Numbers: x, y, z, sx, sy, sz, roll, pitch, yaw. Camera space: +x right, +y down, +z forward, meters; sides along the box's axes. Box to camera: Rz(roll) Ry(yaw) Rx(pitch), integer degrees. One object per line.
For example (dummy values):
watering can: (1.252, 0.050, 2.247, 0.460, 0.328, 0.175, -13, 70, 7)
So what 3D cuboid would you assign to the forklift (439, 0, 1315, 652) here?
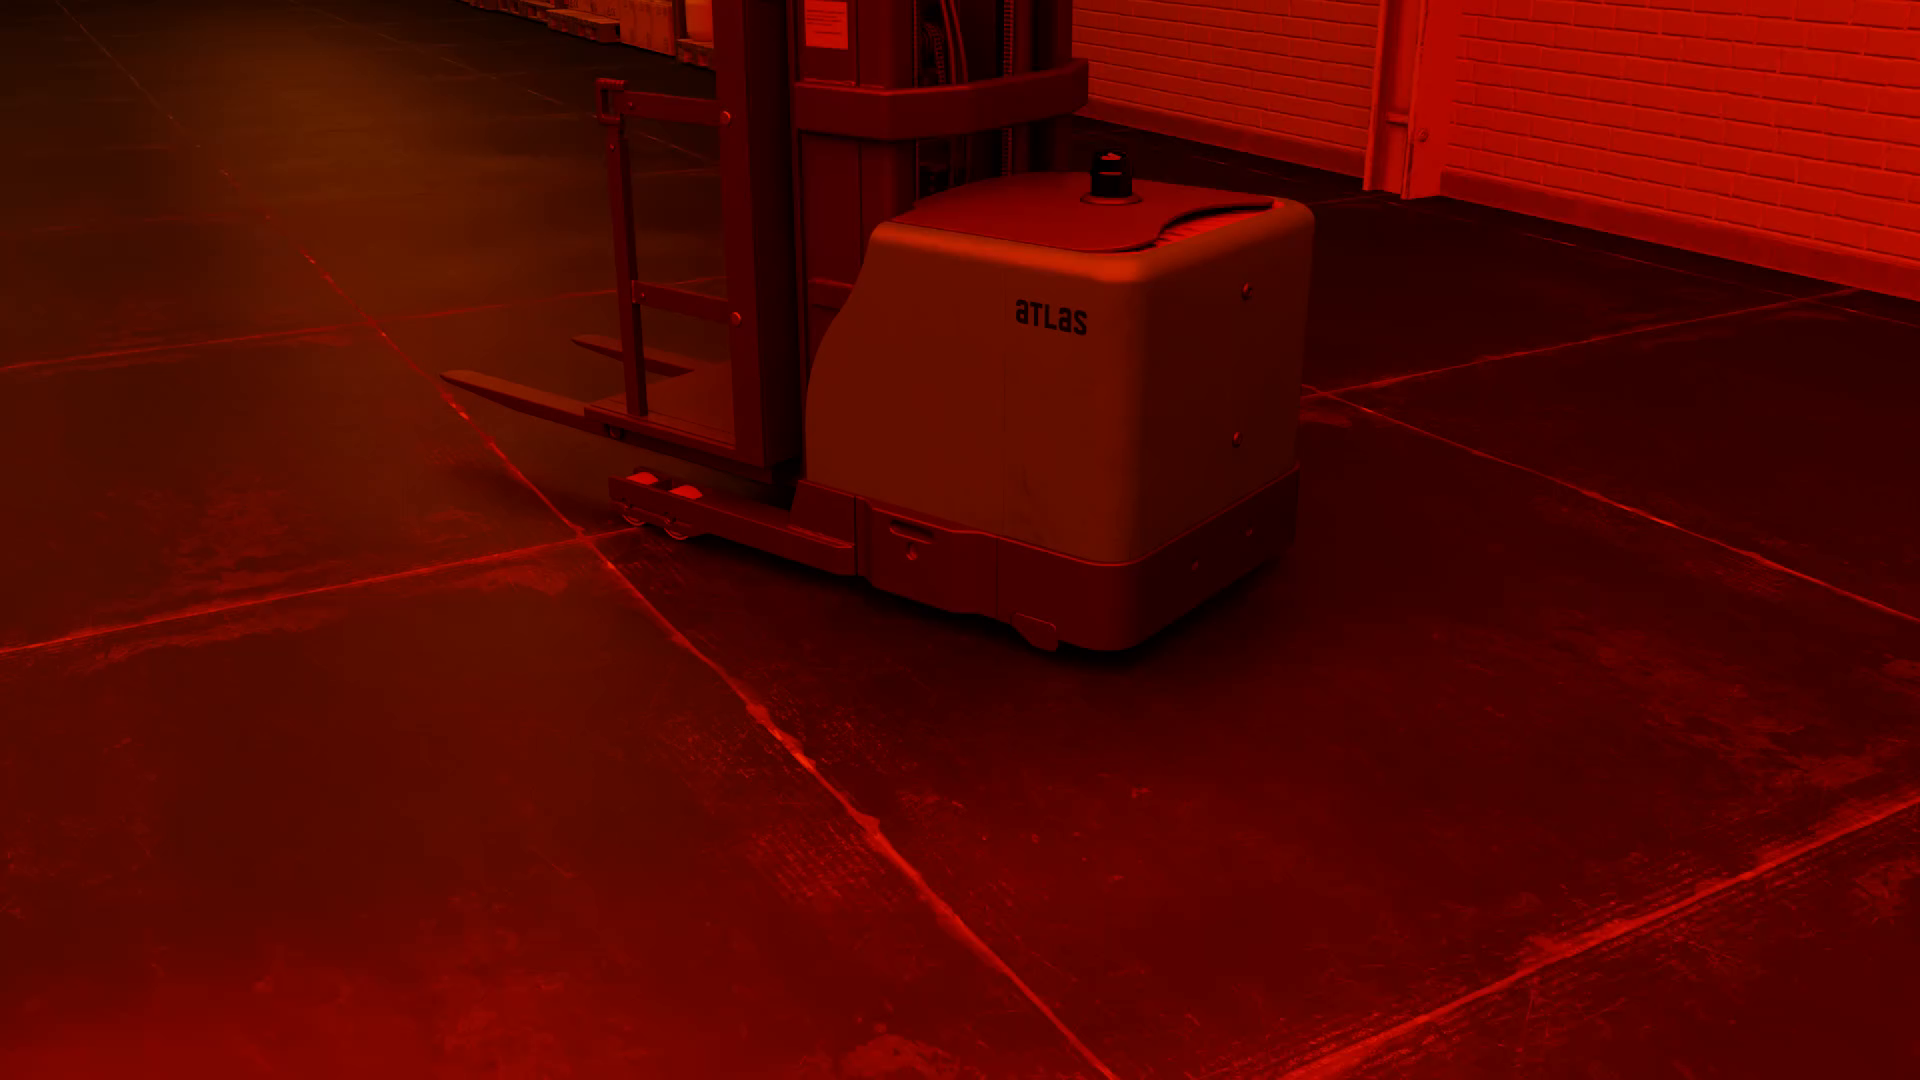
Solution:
forklift: (-0.481, -1.497, 4.922, 3.031, 2.935, 1.130, 16, 27, 34)
